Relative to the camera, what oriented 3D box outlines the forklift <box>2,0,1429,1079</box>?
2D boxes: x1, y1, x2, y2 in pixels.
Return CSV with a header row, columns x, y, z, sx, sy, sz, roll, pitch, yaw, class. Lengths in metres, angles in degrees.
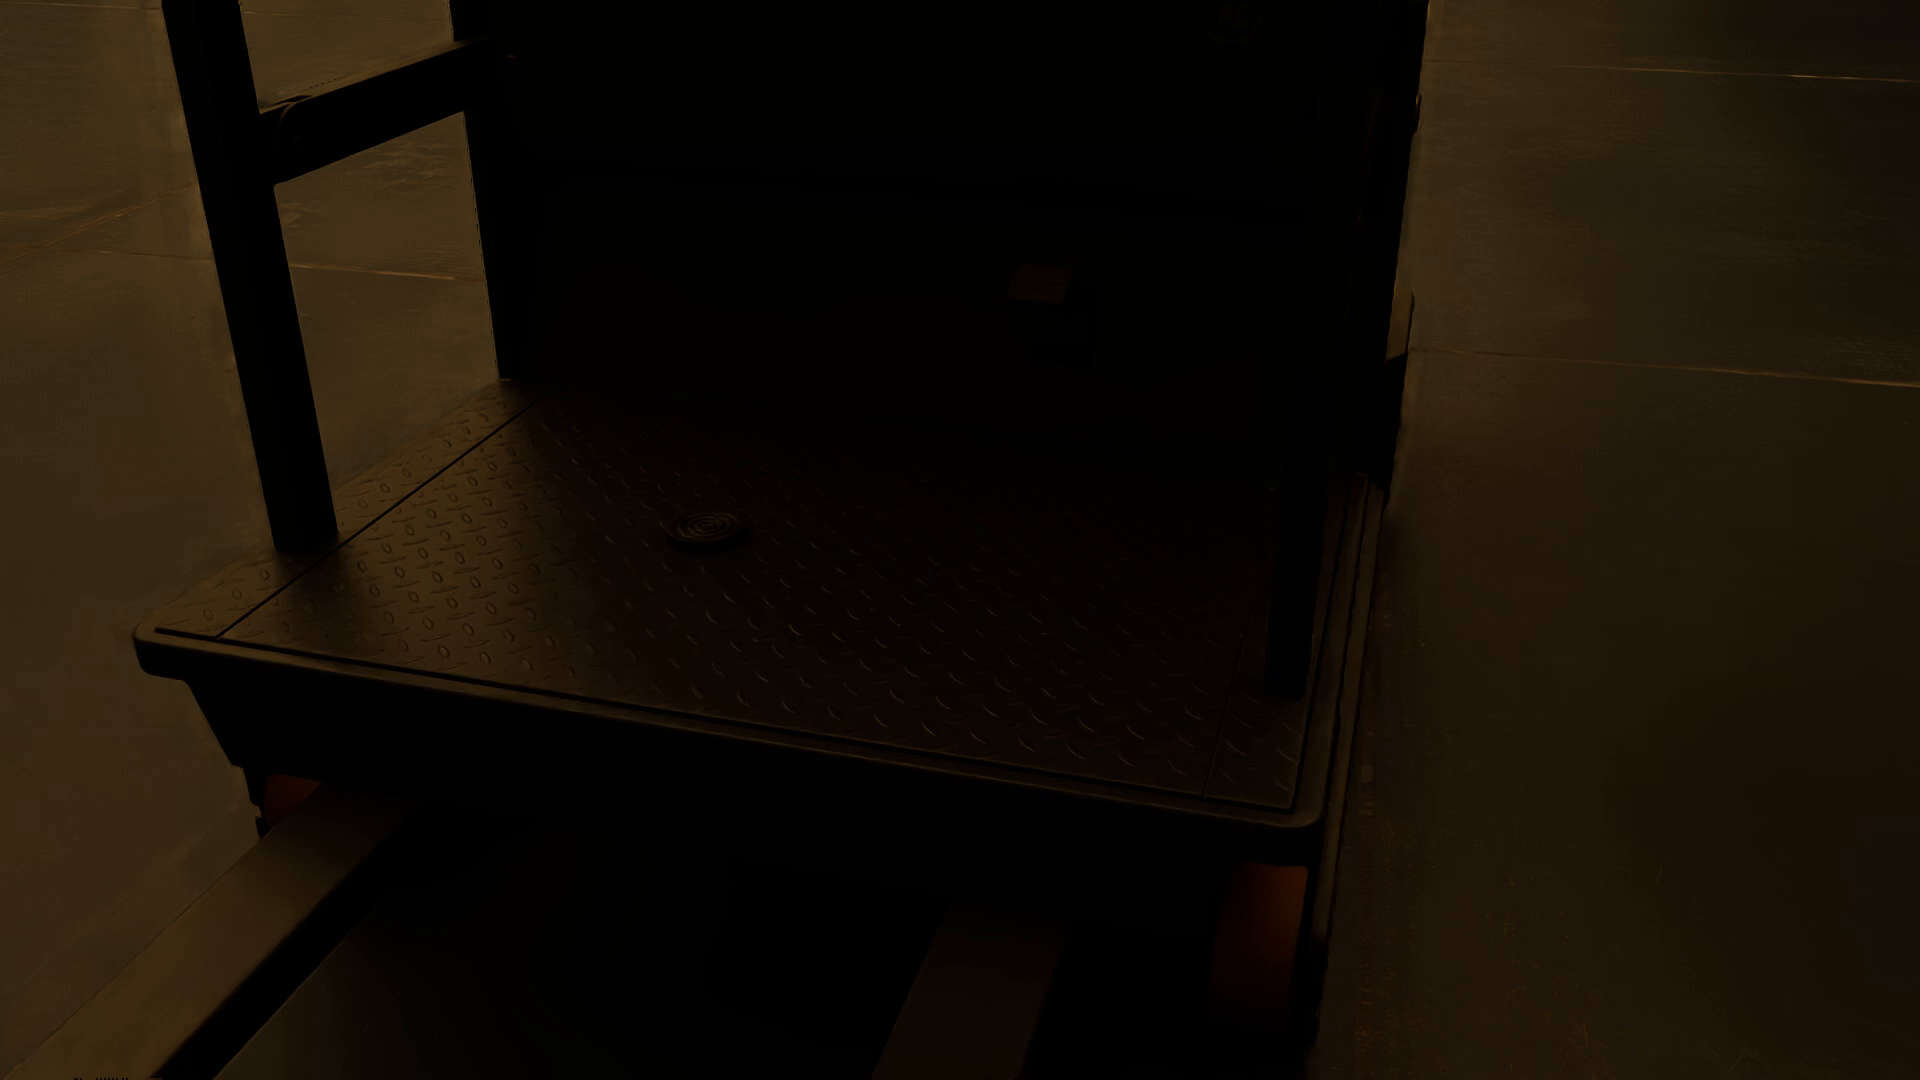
x,y,z,sx,sy,sz,roll,pitch,yaw,class
-0.119,-1.039,1.306,1.130,2.935,3.031,7,28,14,forklift
